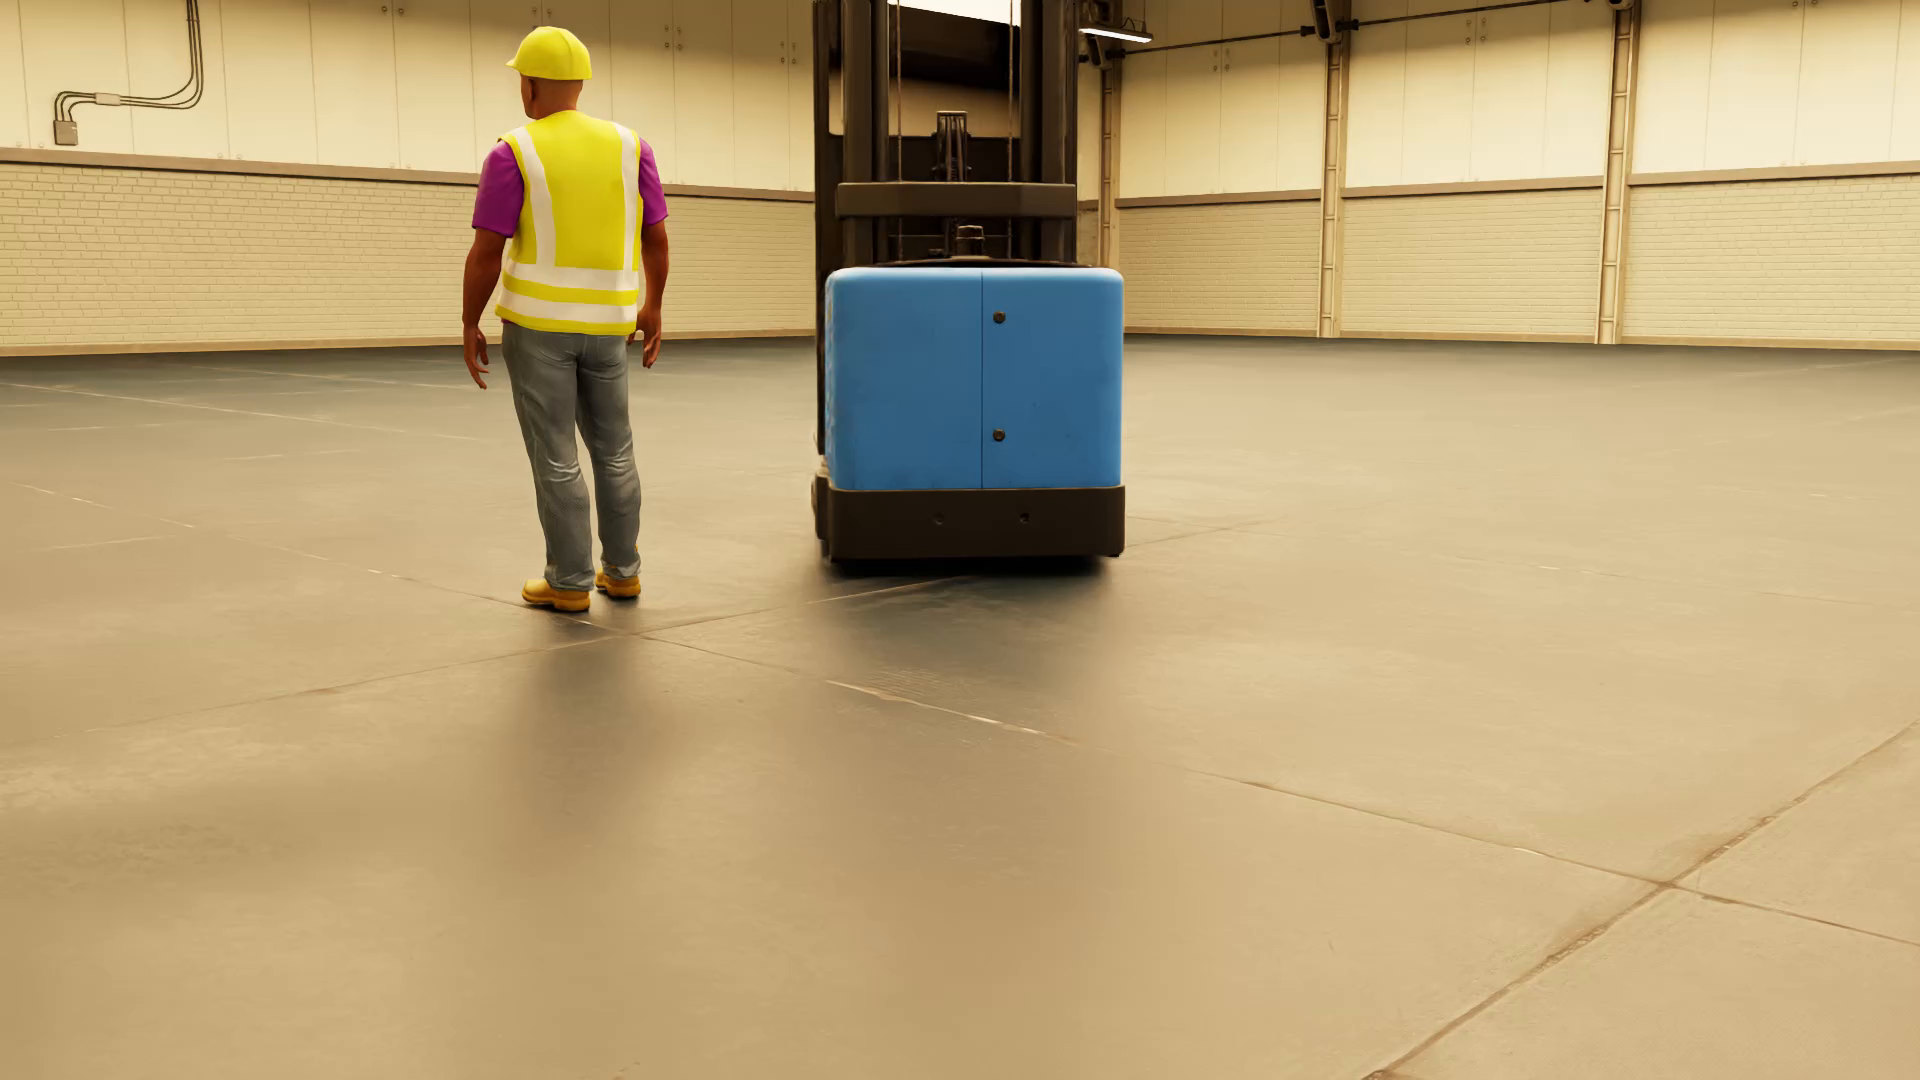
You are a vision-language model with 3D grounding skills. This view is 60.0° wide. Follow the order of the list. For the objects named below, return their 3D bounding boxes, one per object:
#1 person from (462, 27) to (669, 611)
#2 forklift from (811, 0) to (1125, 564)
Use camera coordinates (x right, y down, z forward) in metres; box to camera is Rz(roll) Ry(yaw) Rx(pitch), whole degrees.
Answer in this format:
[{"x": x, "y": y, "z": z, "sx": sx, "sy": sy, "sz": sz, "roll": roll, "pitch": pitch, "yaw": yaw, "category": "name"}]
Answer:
[{"x": -1.252, "y": -0.669, "z": 5.183, "sx": 0.666, "sy": 1.766, "sz": 0.576, "roll": -7, "pitch": 11, "yaw": -37, "category": "person"}, {"x": -0.087, "y": -1.541, "z": 7.111, "sx": 1.130, "sy": 2.935, "sz": 3.031, "roll": -1, "pitch": 9, "yaw": -6, "category": "forklift"}]
